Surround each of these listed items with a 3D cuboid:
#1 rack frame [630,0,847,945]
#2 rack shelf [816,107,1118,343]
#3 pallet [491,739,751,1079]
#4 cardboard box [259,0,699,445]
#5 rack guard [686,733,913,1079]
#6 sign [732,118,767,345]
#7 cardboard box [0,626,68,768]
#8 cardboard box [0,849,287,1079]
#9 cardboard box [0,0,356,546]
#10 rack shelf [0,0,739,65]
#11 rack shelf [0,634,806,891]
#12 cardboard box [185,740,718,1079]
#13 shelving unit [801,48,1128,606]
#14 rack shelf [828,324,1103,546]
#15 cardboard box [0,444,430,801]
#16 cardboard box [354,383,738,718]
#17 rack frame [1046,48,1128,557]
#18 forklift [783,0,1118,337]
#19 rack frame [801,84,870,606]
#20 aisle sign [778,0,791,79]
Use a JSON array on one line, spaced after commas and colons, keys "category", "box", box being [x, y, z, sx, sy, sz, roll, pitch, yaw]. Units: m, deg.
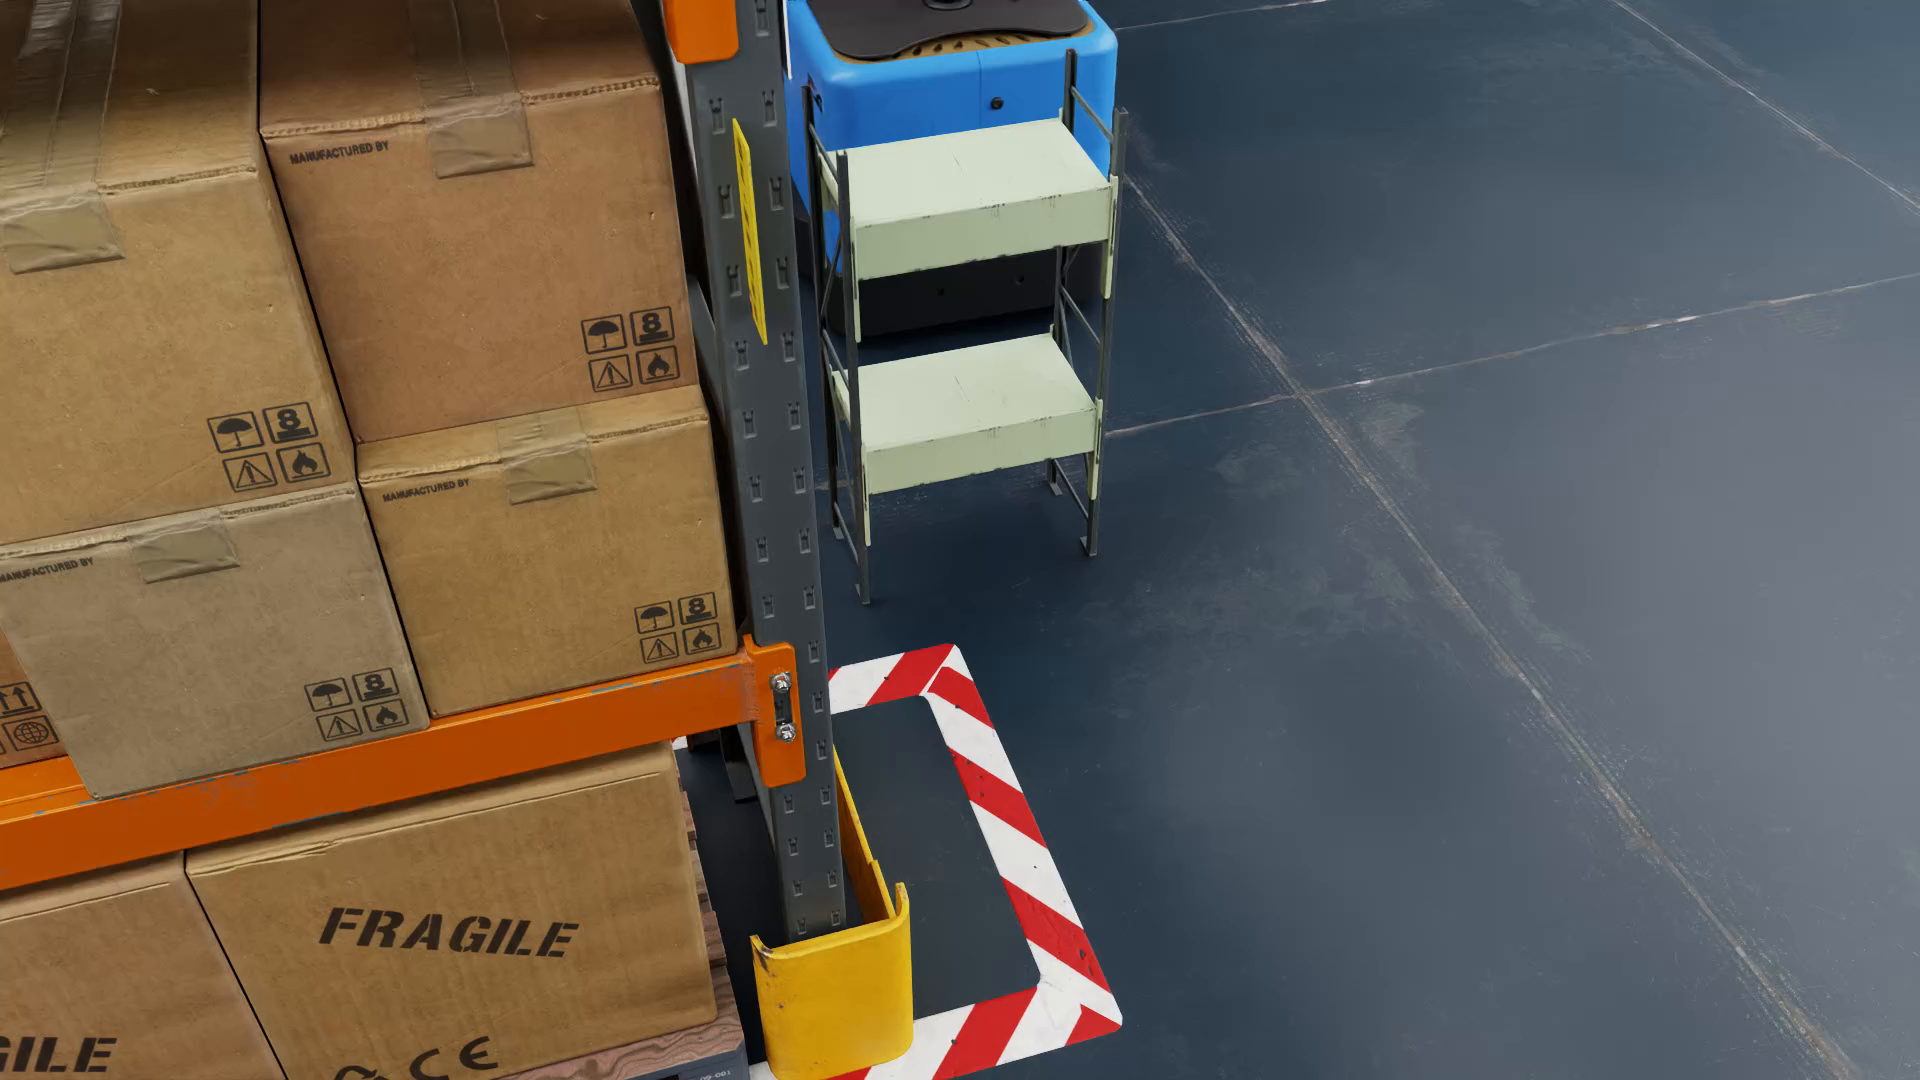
[{"category": "rack frame", "box": [-0.455, -0.262, 3.270, 0.127, 3.000, 1.000, -12, 42, -13]}, {"category": "rack shelf", "box": [0.006, -0.860, 4.501, 0.720, 0.370, 0.431, -12, 42, -13]}, {"category": "pallet", "box": [-1.194, 0.995, 3.951, 1.213, 0.211, 1.003, -12, 42, -13]}, {"category": "cardboard box", "box": [-0.821, -0.676, 2.810, 0.550, 0.550, 0.875, -12, 42, -13]}, {"category": "rack guard", "box": [-0.432, 0.674, 4.098, 0.348, 0.500, 1.175, -12, 42, -13]}, {"category": "sign", "box": [-0.305, -0.444, 2.419, 0.005, 0.325, 0.100, -12, 42, -13]}, {"category": "cardboard box", "box": [-1.885, -0.063, 2.928, 0.550, 0.550, 0.875, -12, 42, -13]}, {"category": "cardboard box", "box": [-1.921, 0.730, 3.430, 0.875, 0.875, 0.875, -12, 43, -14]}, {"category": "cardboard box", "box": [-1.318, -0.510, 2.619, 0.550, 0.550, 0.875, -12, 42, -13]}, {"category": "rack shelf", "box": [-2.363, -0.726, 2.068, 4.000, 0.370, 1.077, -12, 42, -13]}, {"category": "rack shelf", "box": [-2.363, 0.404, 3.055, 4.000, 0.370, 1.077, -12, 42, -13]}, {"category": "cardboard box", "box": [-1.082, 0.555, 3.630, 0.875, 0.875, 0.875, -11, 42, -13]}, {"category": "shelving unit", "box": [0.006, -0.566, 4.758, 0.755, 1.500, 0.431, -12, 42, -13]}, {"category": "rack shelf", "box": [0.006, -0.321, 4.973, 0.720, 0.370, 0.431, -12, 42, -13]}, {"category": "cardboard box", "box": [-1.314, -0.095, 2.964, 0.550, 0.550, 0.875, -12, 42, -13]}, {"category": "cardboard box", "box": [-0.796, -0.217, 3.104, 0.550, 0.550, 0.875, -12, 42, -13]}, {"category": "rack frame", "box": [0.355, -0.638, 4.841, 0.023, 1.500, 0.400, -12, 42, -13]}, {"category": "forklift", "box": [-0.360, -2.814, 6.244, 1.130, 2.935, 3.031, -11, 42, -12]}, {"category": "rack frame", "box": [-0.343, -0.494, 4.675, 0.023, 1.500, 0.400, -12, 42, -13]}, {"category": "aisle sign", "box": [-0.297, -1.067, 2.216, 0.004, 0.787, 0.394, -12, 42, -13]}]
